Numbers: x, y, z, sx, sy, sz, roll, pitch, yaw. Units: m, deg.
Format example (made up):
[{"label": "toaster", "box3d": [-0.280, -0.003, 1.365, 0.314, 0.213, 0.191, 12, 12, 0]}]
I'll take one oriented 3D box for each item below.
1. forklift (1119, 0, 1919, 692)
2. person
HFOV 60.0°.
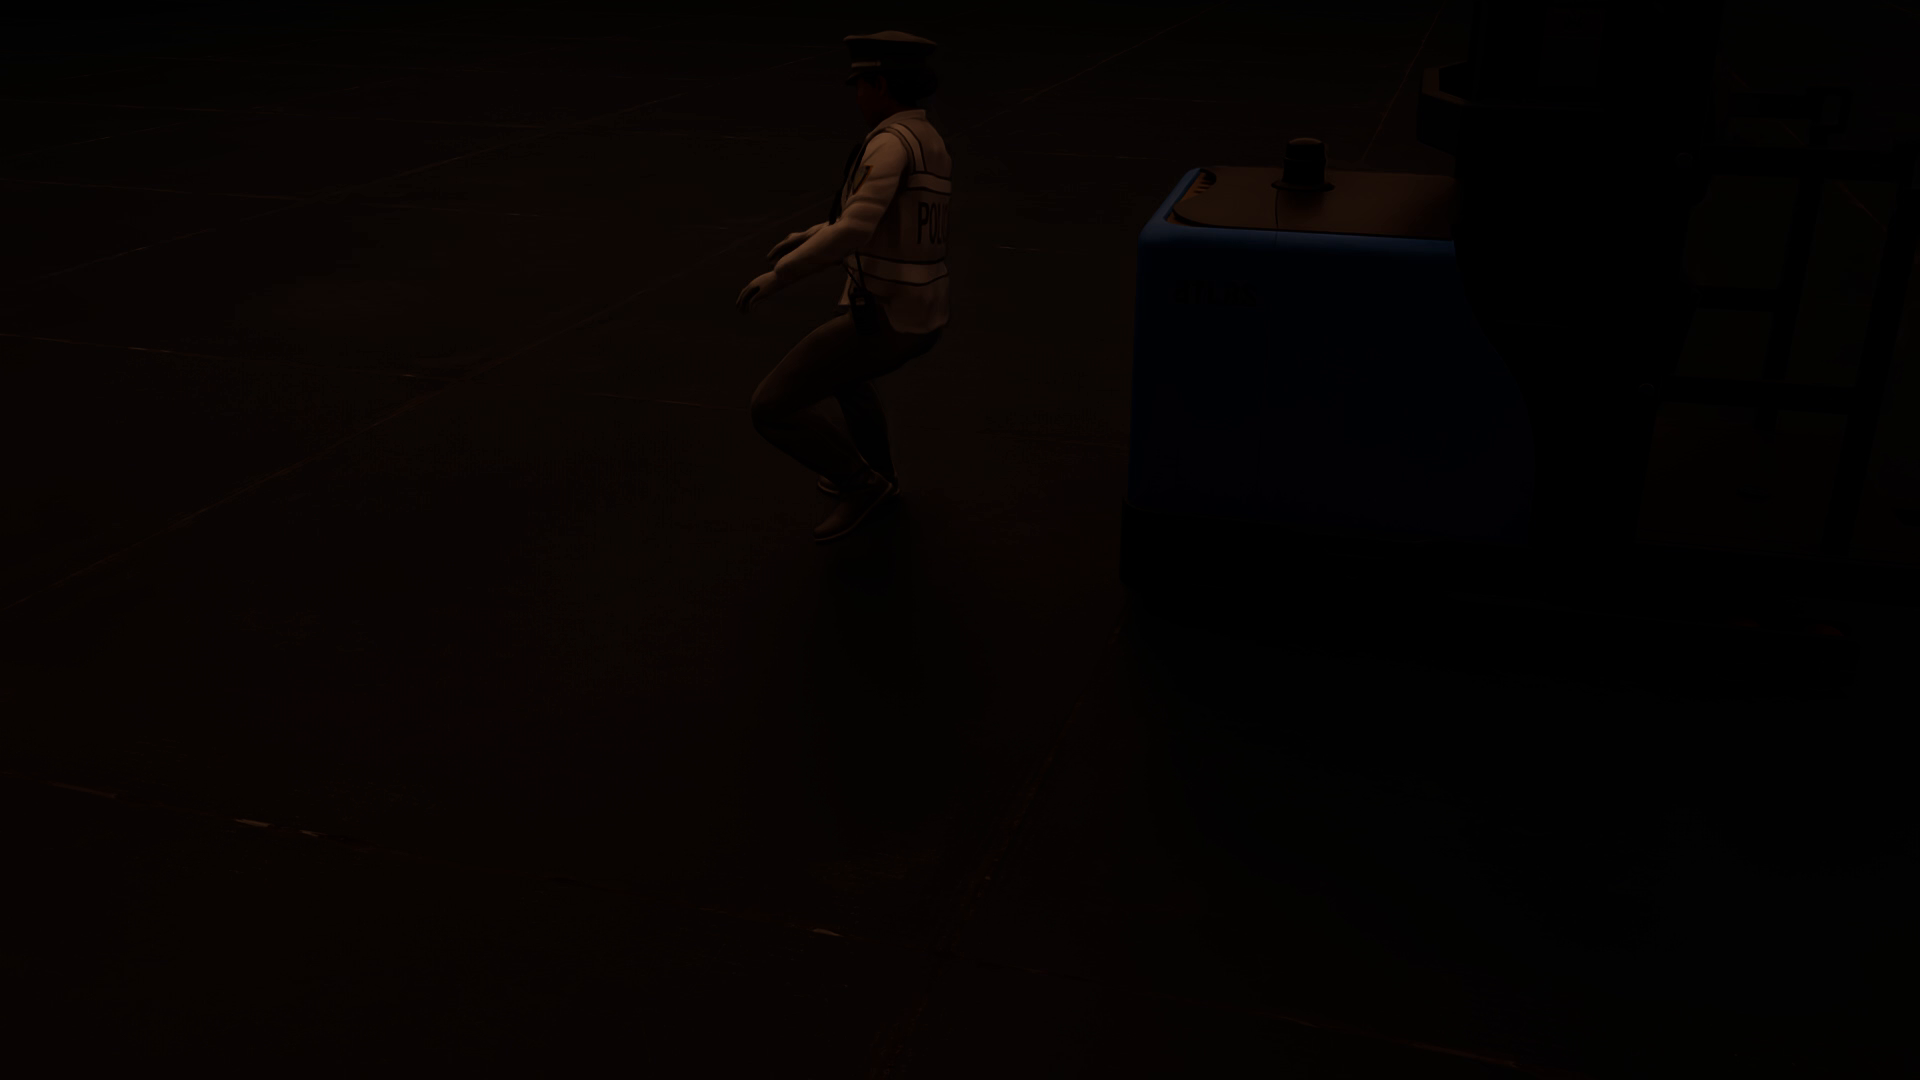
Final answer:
[{"label": "forklift", "box3d": [2.023, -1.197, 4.180, 3.031, 2.935, 1.130, 6, 23, 14]}, {"label": "person", "box3d": [-0.352, -0.708, 4.861, 0.675, 1.502, 0.823, 7, 24, 17]}]
